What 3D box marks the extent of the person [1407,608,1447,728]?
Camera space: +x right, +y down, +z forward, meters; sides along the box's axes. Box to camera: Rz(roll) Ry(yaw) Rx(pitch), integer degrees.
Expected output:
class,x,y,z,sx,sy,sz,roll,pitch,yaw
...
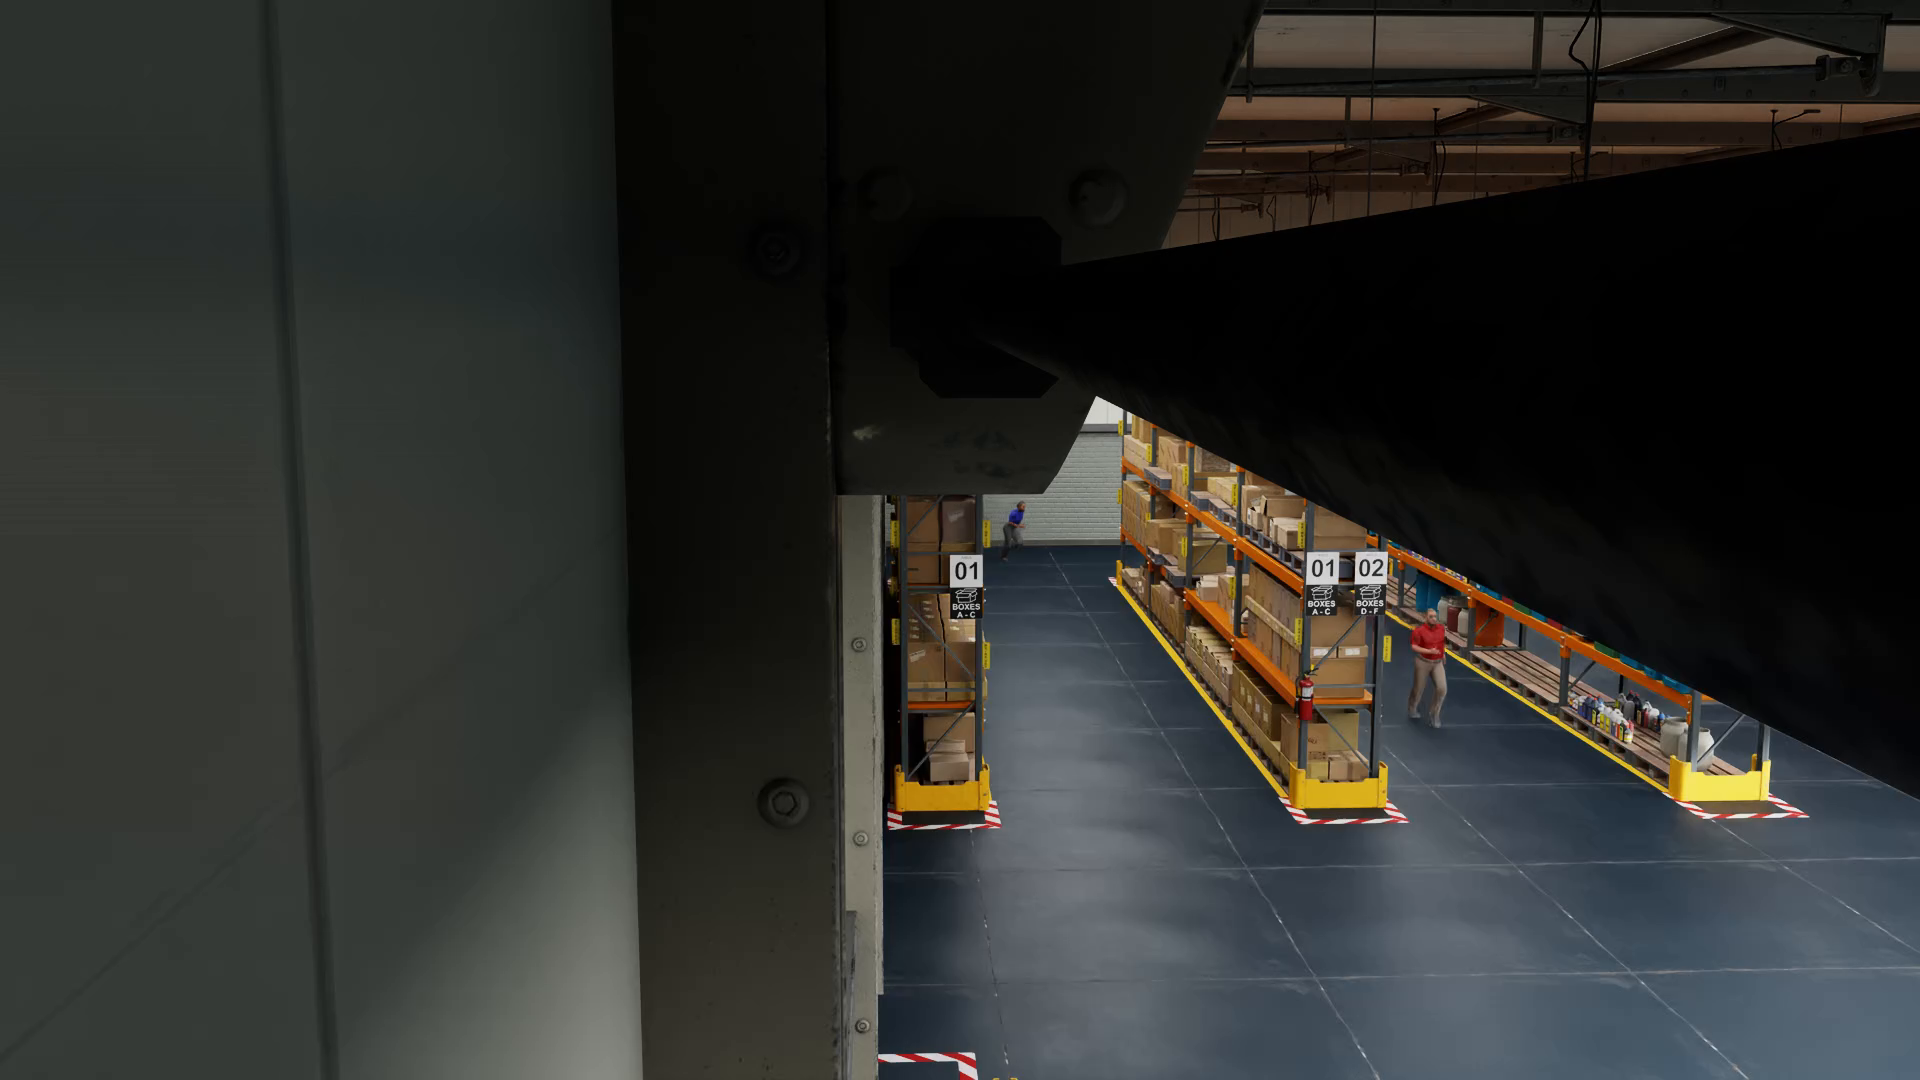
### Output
class,x,y,z,sx,sy,sz,roll,pitch,yaw
person,6.918,1.888,24.523,0.648,1.790,0.851,-2,9,-12

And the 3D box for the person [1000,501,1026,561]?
class,x,y,z,sx,sy,sz,roll,pitch,yaw
person,1.315,-0.220,39.526,0.803,1.484,0.607,7,11,39
